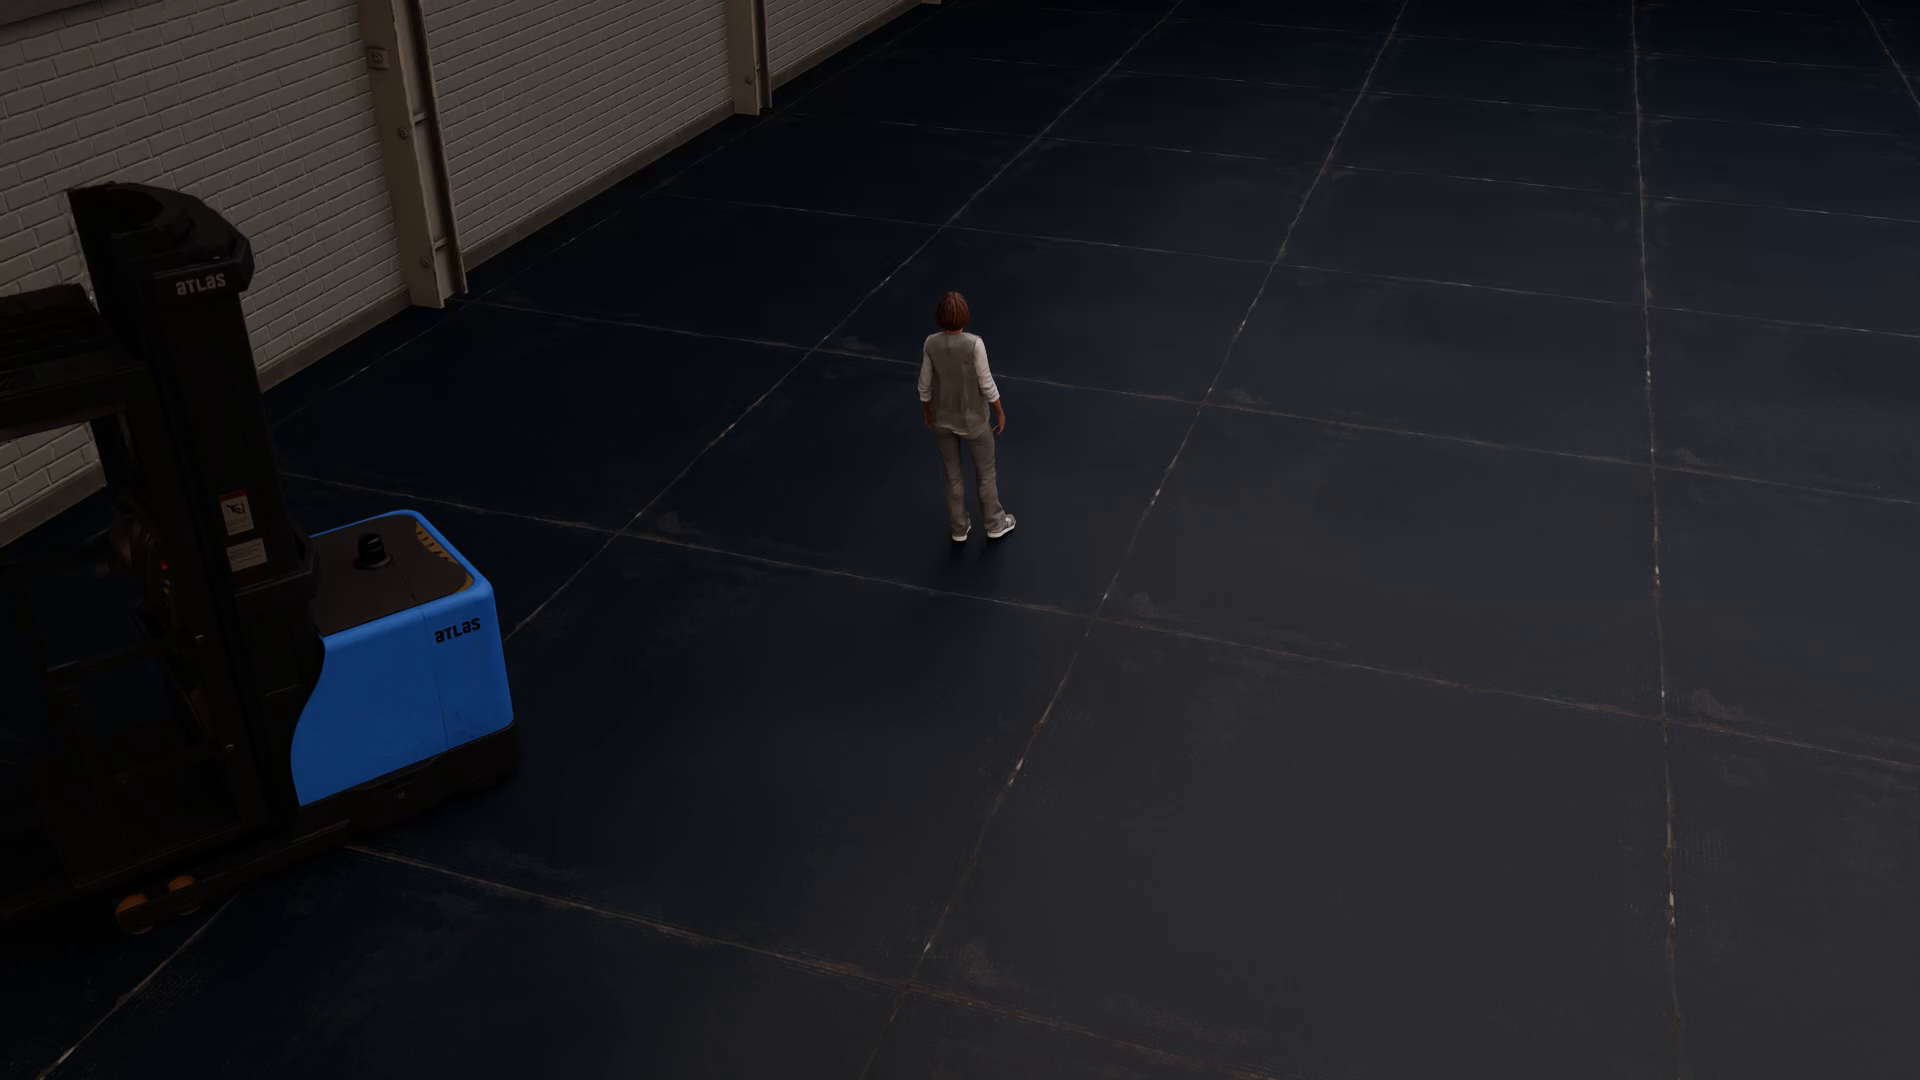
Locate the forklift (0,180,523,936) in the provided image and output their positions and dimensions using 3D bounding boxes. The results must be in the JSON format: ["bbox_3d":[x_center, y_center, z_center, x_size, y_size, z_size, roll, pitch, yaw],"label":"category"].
[{"bbox_3d":[-3.602,0.119,6.929,3.031,2.935,1.130,-21,36,-32],"label":"forklift"}]

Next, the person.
[{"bbox_3d":[0.037,-0.732,9.753,0.520,1.597,0.475,10,31,16],"label":"person"}]
